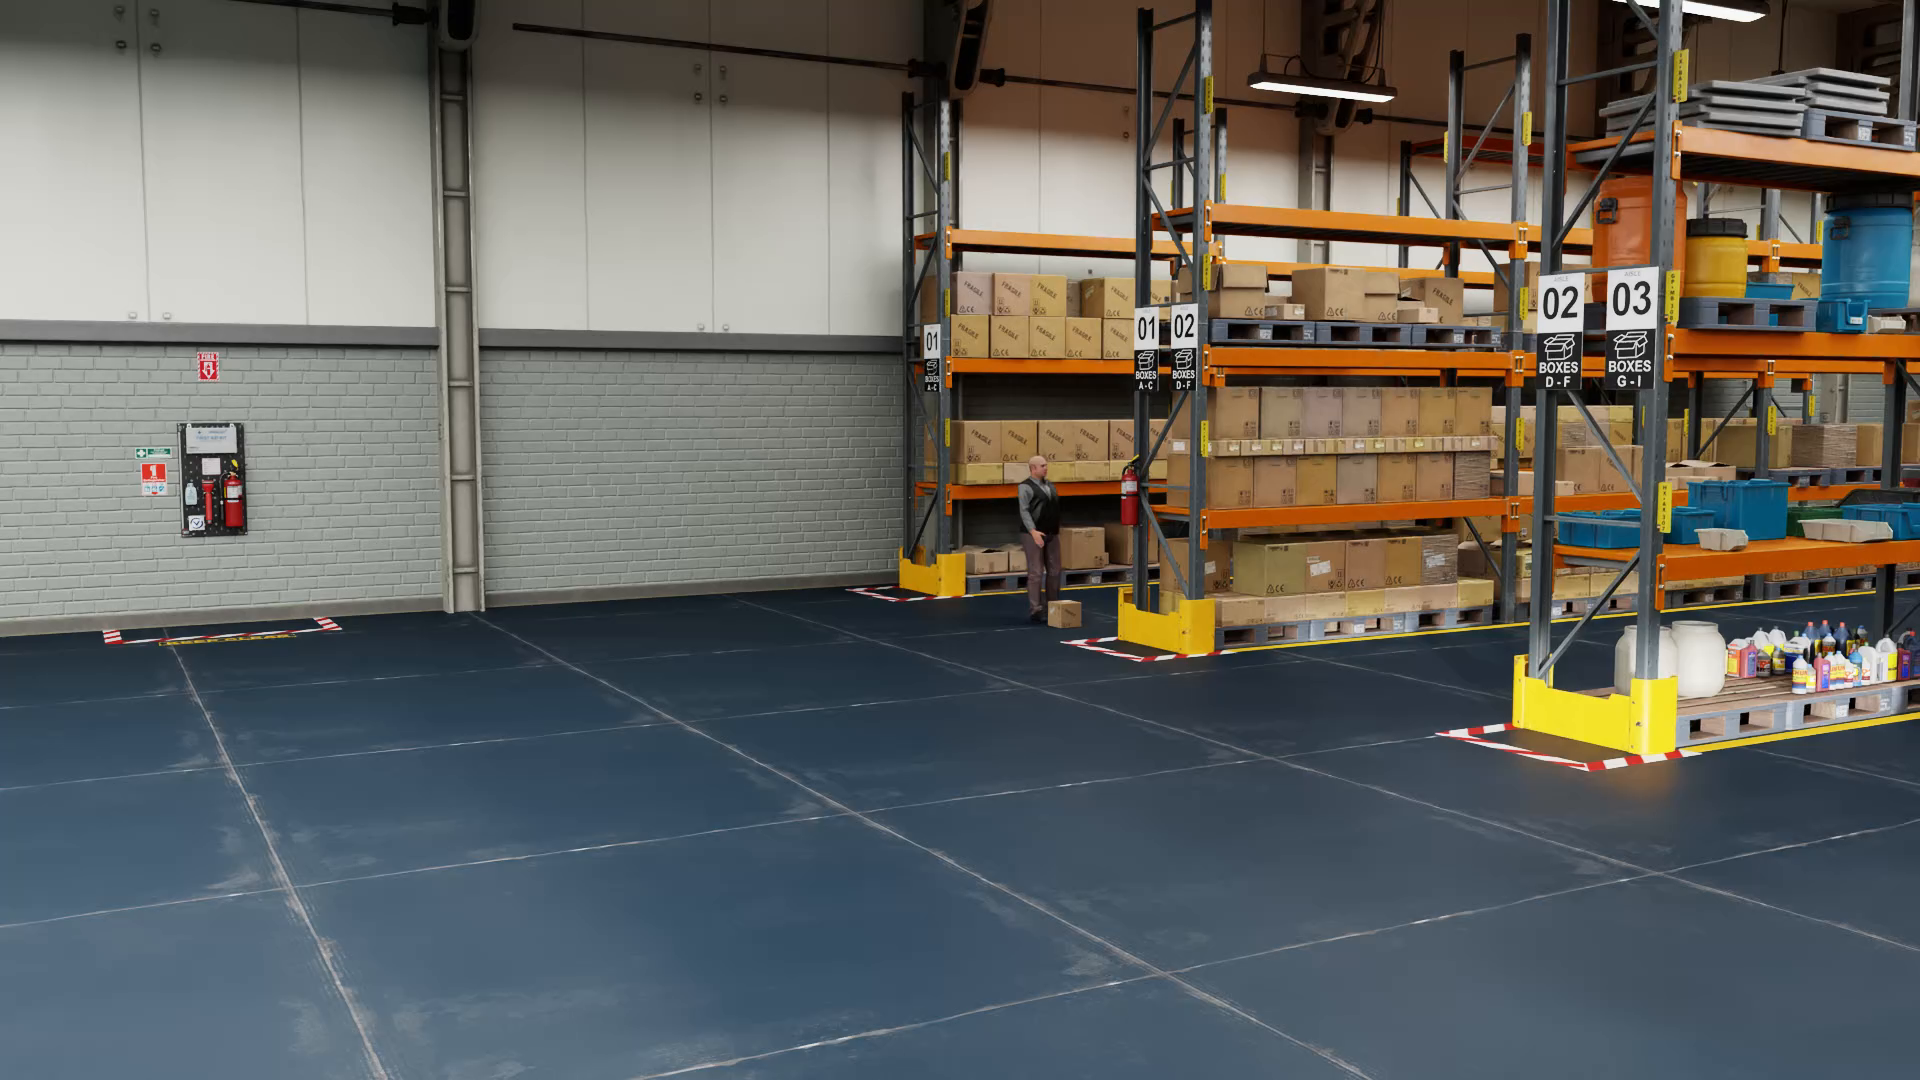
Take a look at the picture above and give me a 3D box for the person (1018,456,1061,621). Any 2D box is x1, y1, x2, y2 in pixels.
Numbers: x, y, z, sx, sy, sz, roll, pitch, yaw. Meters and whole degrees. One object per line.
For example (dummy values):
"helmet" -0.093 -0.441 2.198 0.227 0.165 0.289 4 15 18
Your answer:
"person" 0.875 -0.003 17.424 0.559 1.759 0.480 -4 6 -38
